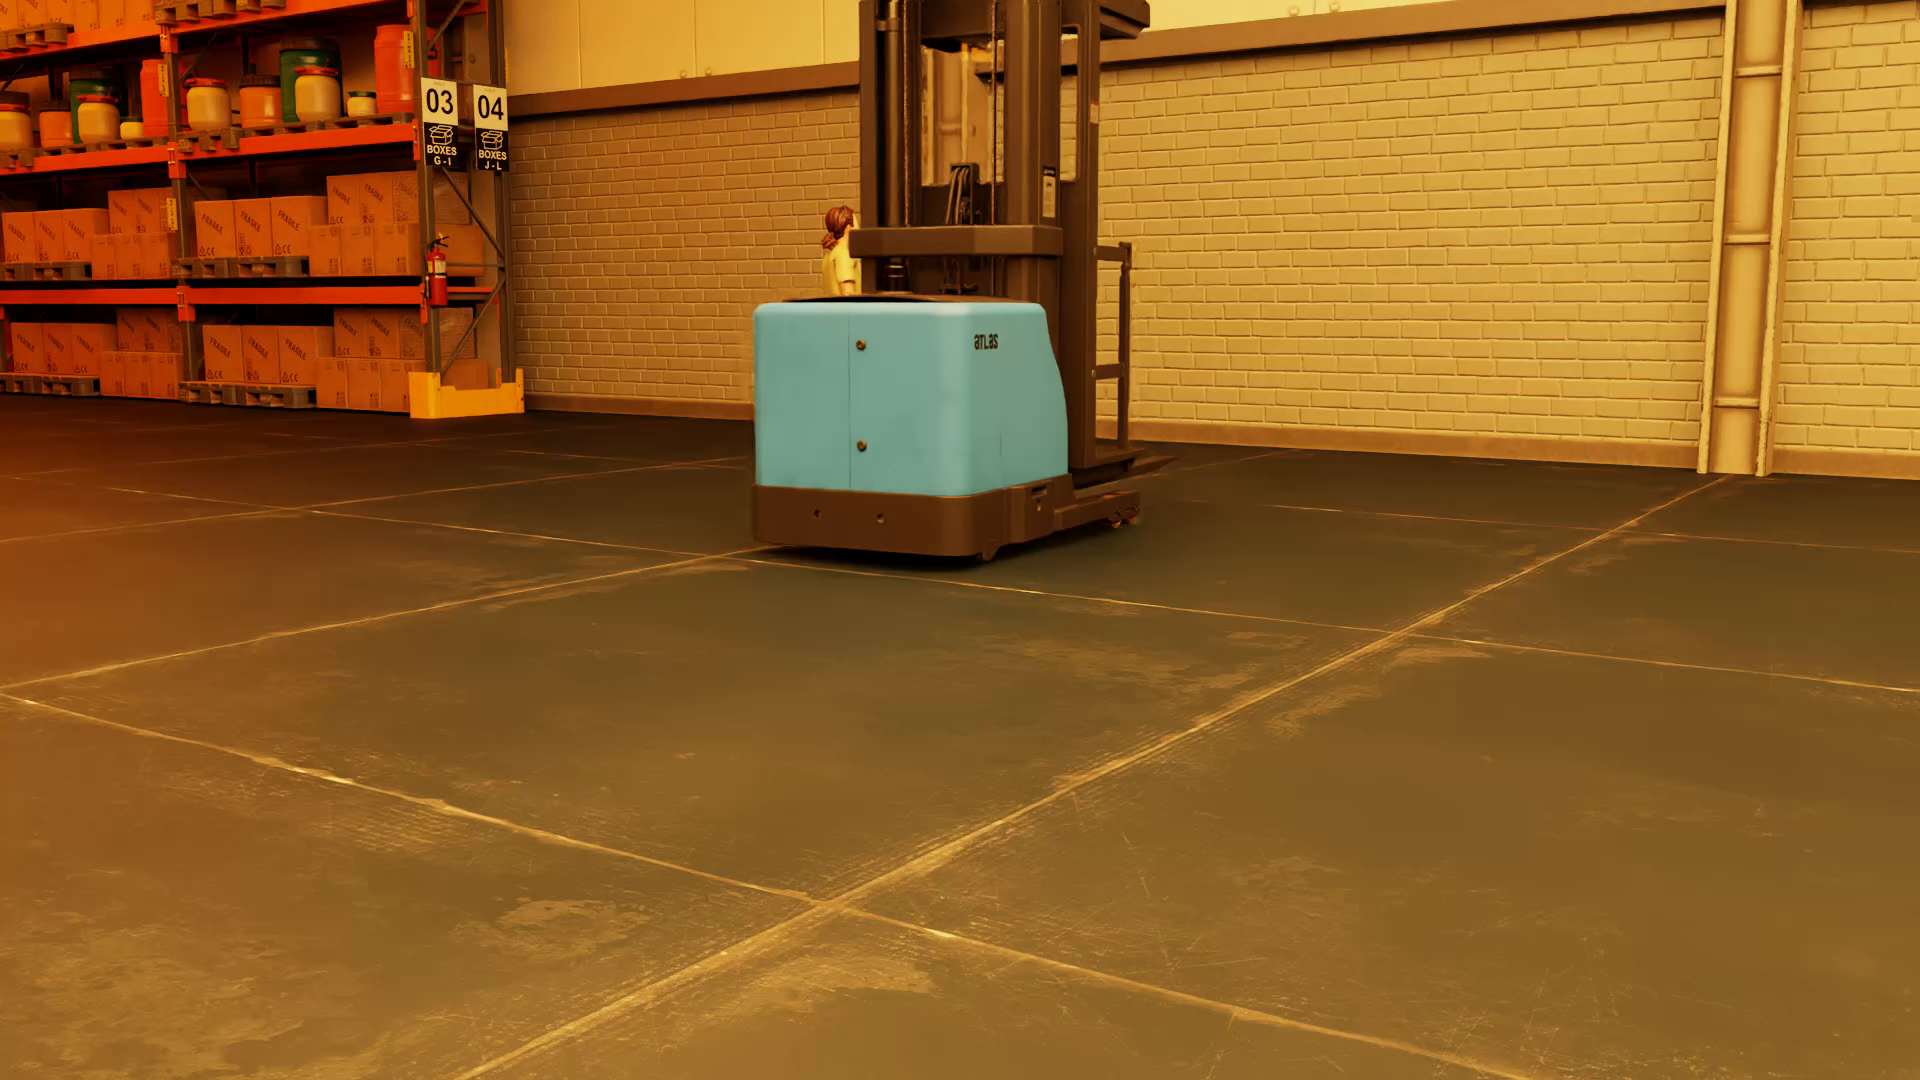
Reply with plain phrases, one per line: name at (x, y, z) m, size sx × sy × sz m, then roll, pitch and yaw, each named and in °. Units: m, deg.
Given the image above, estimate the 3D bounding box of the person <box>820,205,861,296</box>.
person at (-0.616, -1.278, 10.587) m, size 0.549 × 1.673 × 0.552 m, roll -3°, pitch 9°, yaw -22°

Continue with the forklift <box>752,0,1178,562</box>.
forklift at (0.236, -1.532, 7.964) m, size 1.130 × 2.935 × 3.031 m, roll 4°, pitch 9°, yaw 27°
